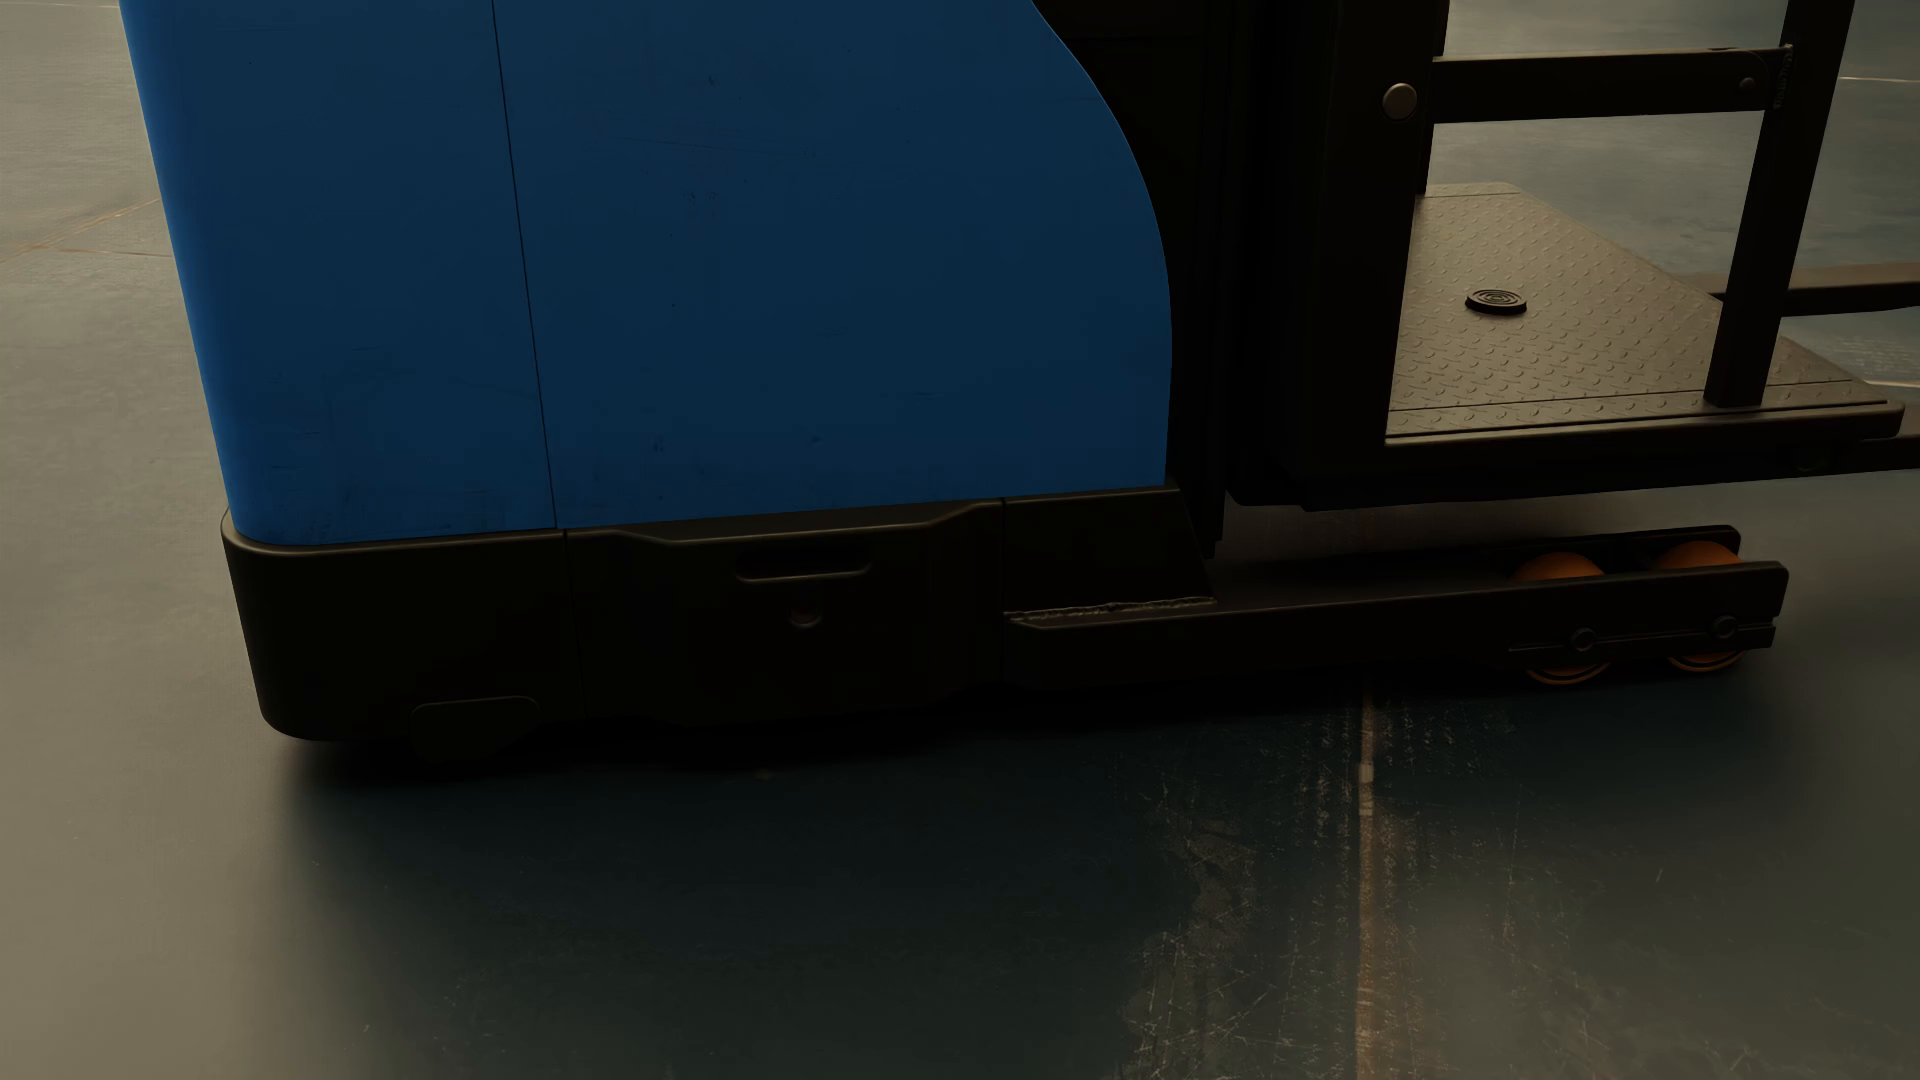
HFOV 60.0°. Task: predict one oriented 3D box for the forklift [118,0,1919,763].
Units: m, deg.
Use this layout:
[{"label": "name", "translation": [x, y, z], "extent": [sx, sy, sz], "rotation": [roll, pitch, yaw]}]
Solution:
[{"label": "forklift", "translation": [0.600, -1.354, 1.930], "extent": [3.031, 2.935, 1.130], "rotation": [-4, 27, -9]}]
